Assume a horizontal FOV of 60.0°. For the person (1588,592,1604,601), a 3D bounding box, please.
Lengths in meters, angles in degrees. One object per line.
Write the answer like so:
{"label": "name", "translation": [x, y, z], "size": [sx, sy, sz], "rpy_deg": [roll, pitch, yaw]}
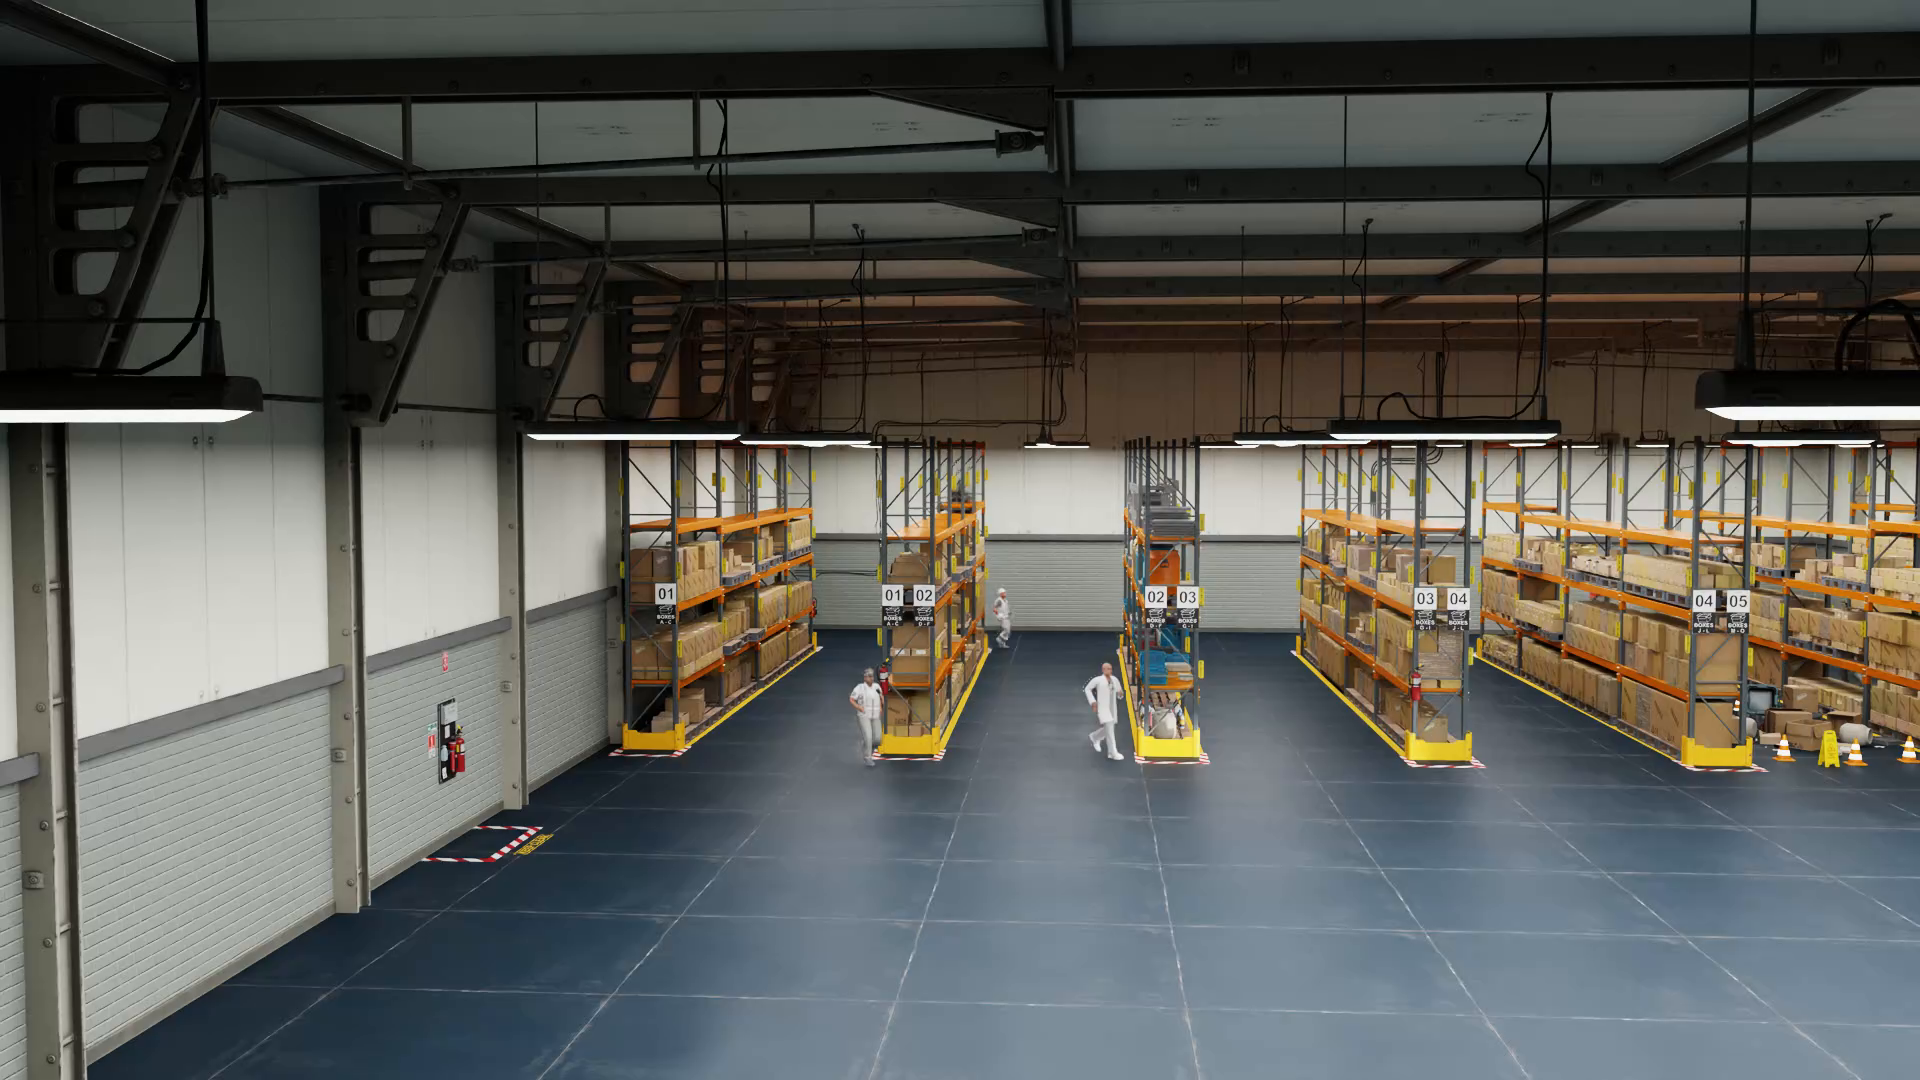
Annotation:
{"label": "person", "translation": [18.226, 2.314, 47.358], "size": [0.925, 1.752, 0.646], "rpy_deg": [1, 3, 13]}

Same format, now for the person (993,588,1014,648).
{"label": "person", "translation": [1.263, 2.273, 48.150], "size": [0.504, 1.757, 0.726], "rpy_deg": [1, 3, 26]}

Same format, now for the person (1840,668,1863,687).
{"label": "person", "translation": [20.936, 2.772, 39.068], "size": [0.660, 1.769, 1.062], "rpy_deg": [0, 3, 6]}

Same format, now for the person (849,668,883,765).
{"label": "person", "translation": [-1.685, 3.229, 30.516], "size": [0.705, 1.764, 0.639], "rpy_deg": [-2, 3, -27]}

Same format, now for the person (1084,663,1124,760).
{"label": "person", "translation": [2.706, 3.159, 30.953], "size": [0.707, 1.758, 1.004], "rpy_deg": [-2, 4, -35]}
